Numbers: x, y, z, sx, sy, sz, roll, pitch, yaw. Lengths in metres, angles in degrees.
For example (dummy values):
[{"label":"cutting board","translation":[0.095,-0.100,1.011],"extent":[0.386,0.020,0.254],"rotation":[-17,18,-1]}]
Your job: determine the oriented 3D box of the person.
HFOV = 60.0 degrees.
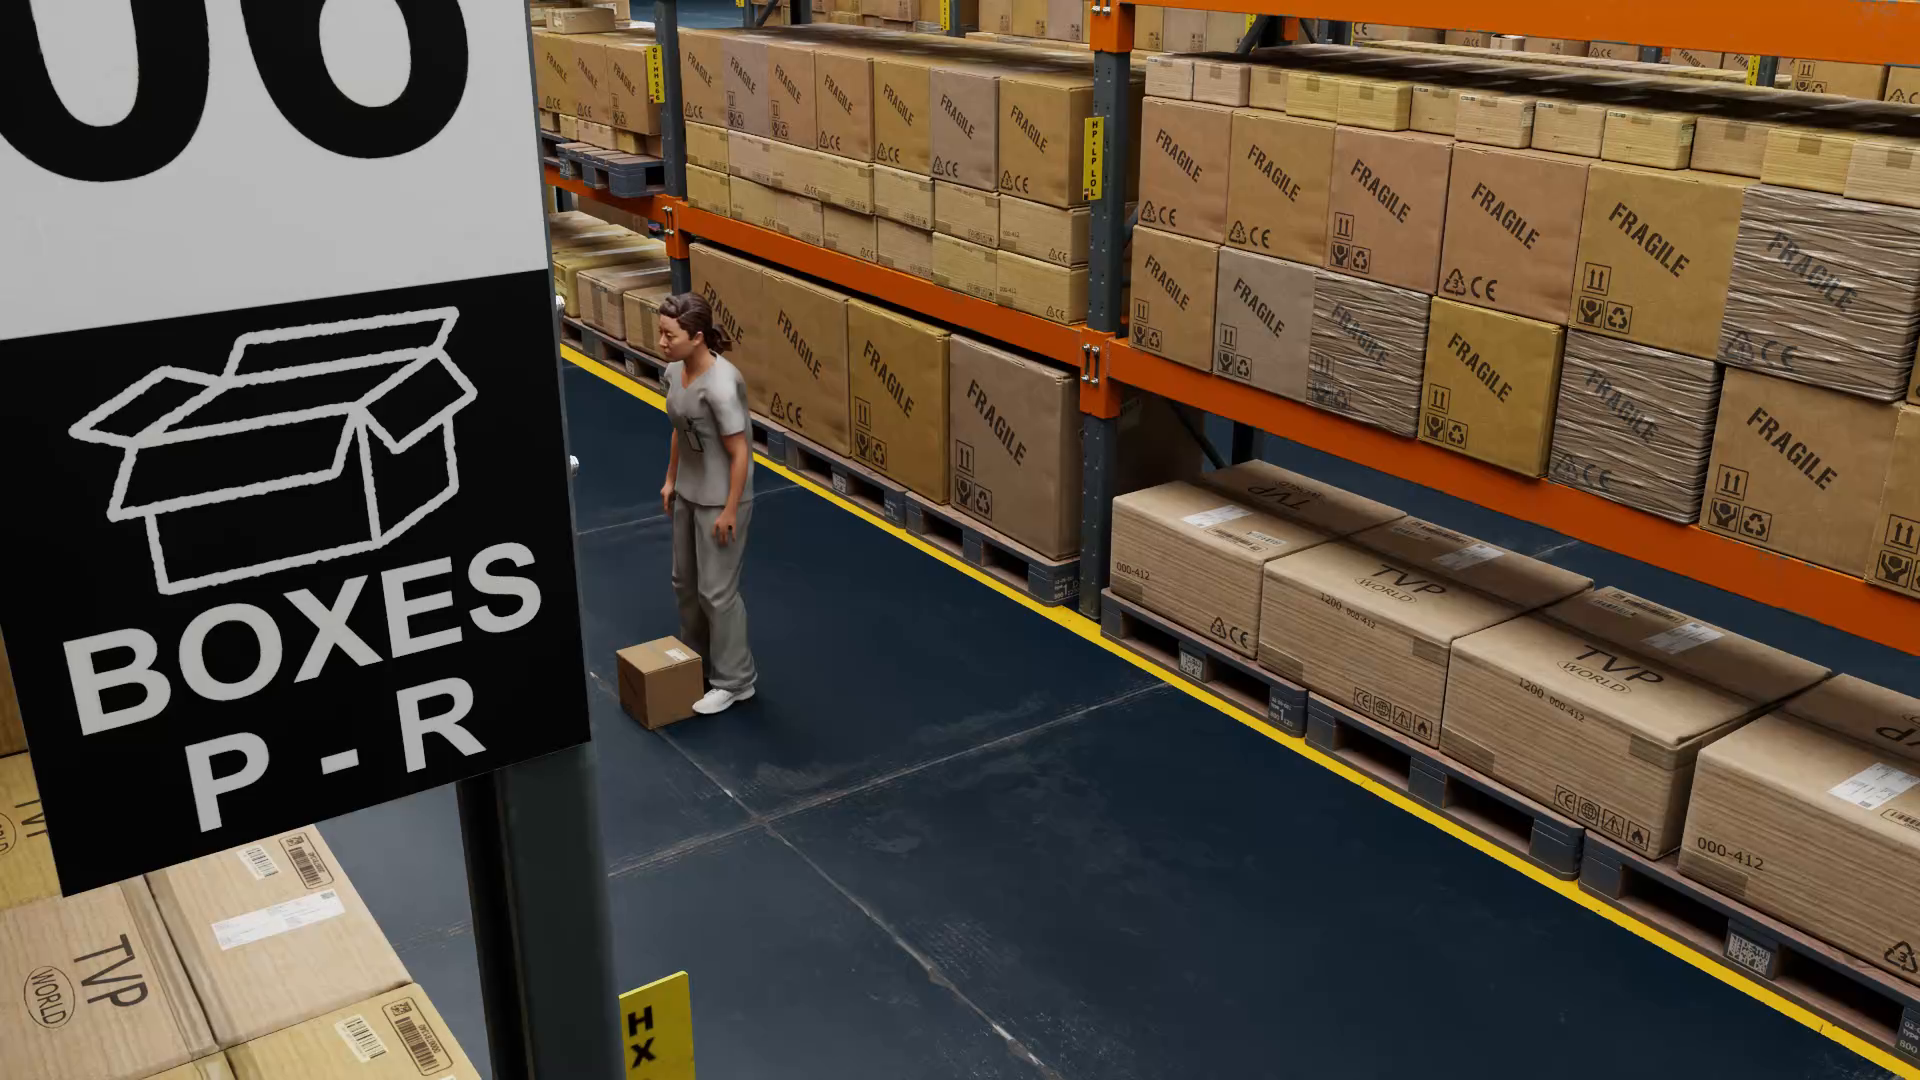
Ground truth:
[{"label":"person","translation":[-0.992,-0.150,6.473],"extent":[0.358,1.669,0.510],"rotation":[-16,26,-35]}]
